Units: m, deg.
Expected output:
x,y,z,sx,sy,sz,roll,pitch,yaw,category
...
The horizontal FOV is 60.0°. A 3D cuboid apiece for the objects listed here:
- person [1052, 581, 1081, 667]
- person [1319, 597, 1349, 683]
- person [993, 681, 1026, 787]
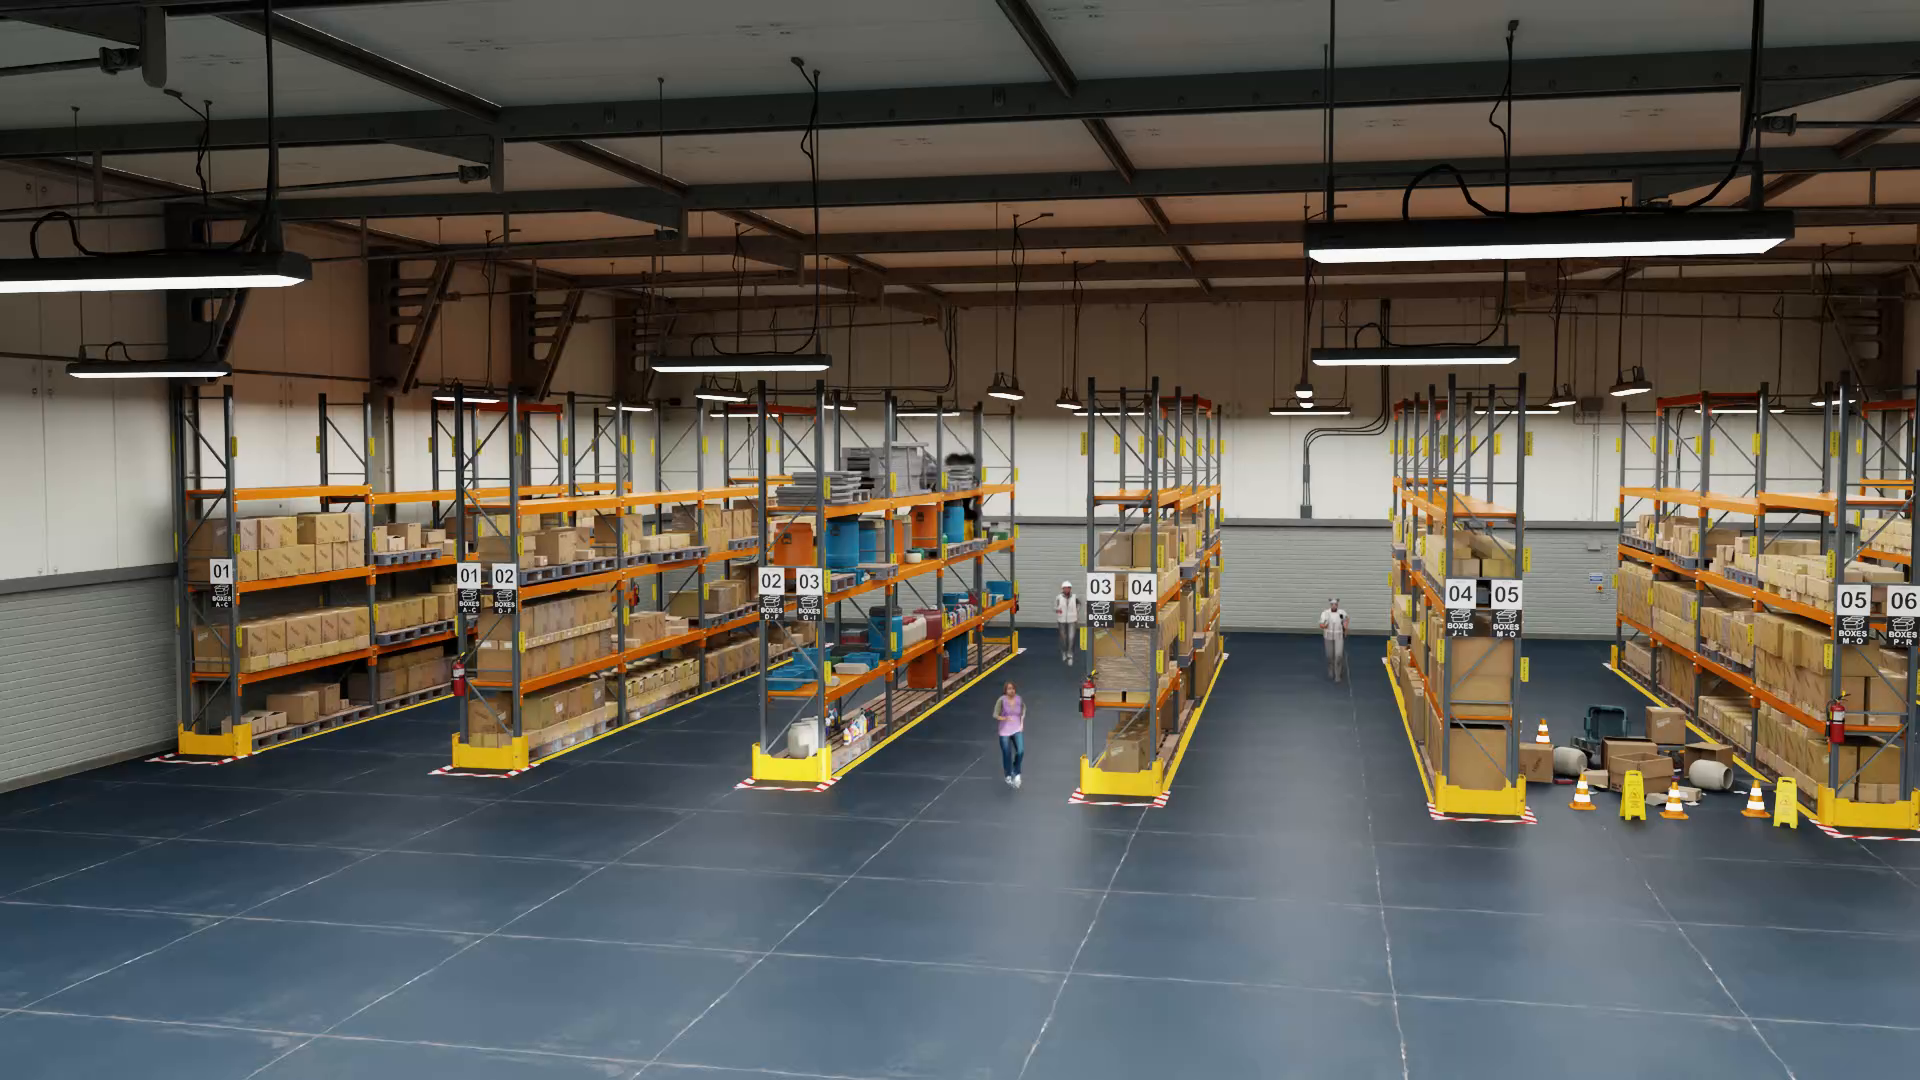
x,y,z,sx,sy,sz,roll,pitch,yaw,category
2.317,1.793,36.158,0.610,1.821,0.843,0,3,9,person
8.018,2.132,35.706,0.617,1.834,0.882,1,3,16,person
0.734,2.840,24.383,0.526,1.566,0.683,0,3,-9,person
